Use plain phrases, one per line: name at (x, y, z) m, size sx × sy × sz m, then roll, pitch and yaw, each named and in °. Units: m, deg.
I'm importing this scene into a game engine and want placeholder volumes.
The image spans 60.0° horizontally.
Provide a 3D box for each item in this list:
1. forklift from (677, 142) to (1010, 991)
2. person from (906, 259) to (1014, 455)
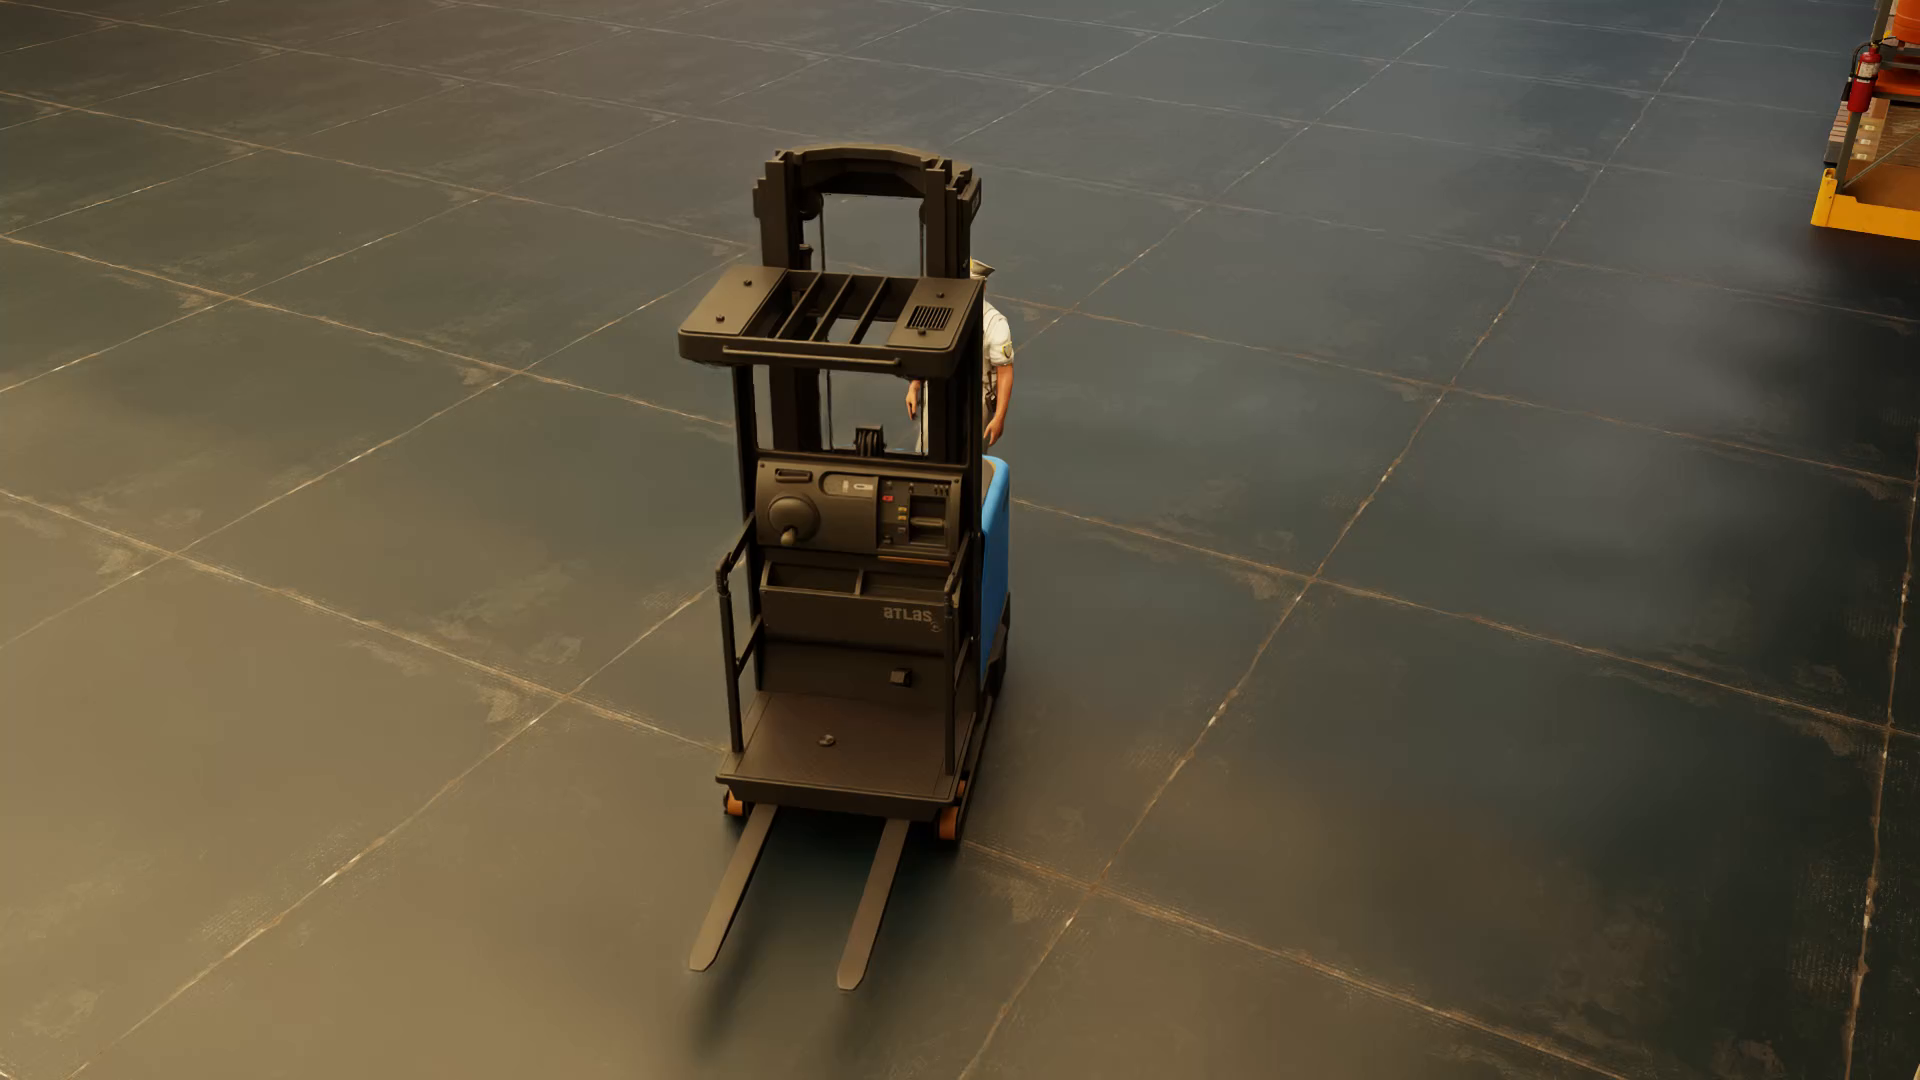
forklift at (-0.488, -0.088, 7.224) m, size 1.130 × 2.935 × 3.031 m, roll 5°, pitch 30°, yaw 8°
person at (-0.048, -0.747, 9.500) m, size 0.640 × 1.781 × 0.575 m, roll 15°, pitch 33°, yaw 25°
